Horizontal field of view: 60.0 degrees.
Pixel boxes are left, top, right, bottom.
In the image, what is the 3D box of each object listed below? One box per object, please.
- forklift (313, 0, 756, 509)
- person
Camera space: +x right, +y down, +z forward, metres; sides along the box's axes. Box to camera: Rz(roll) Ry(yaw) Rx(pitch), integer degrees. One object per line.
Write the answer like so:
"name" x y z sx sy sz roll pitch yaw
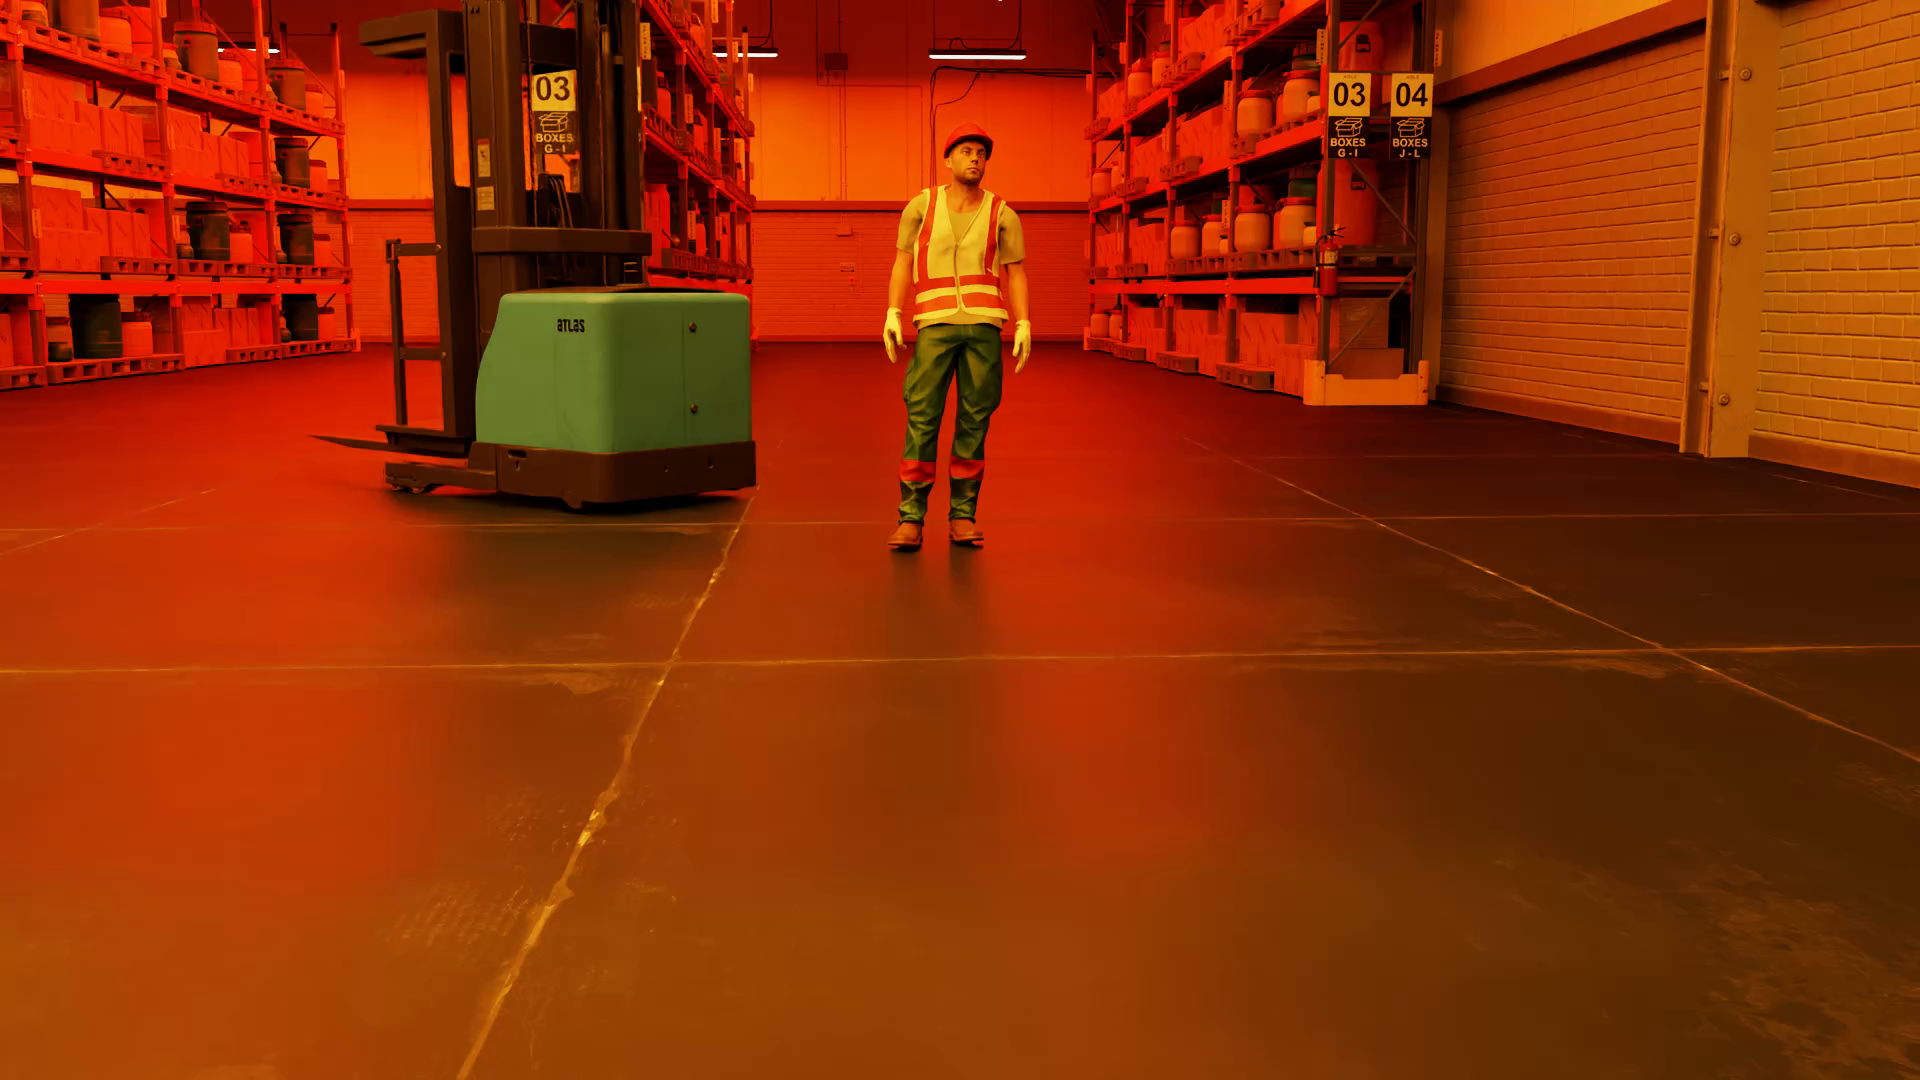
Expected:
"forklift" -2.527 -1.752 9.131 3.031 2.935 1.130 7 11 39
"person" -0.008 -0.881 7.098 0.637 1.787 0.564 -1 8 -4
